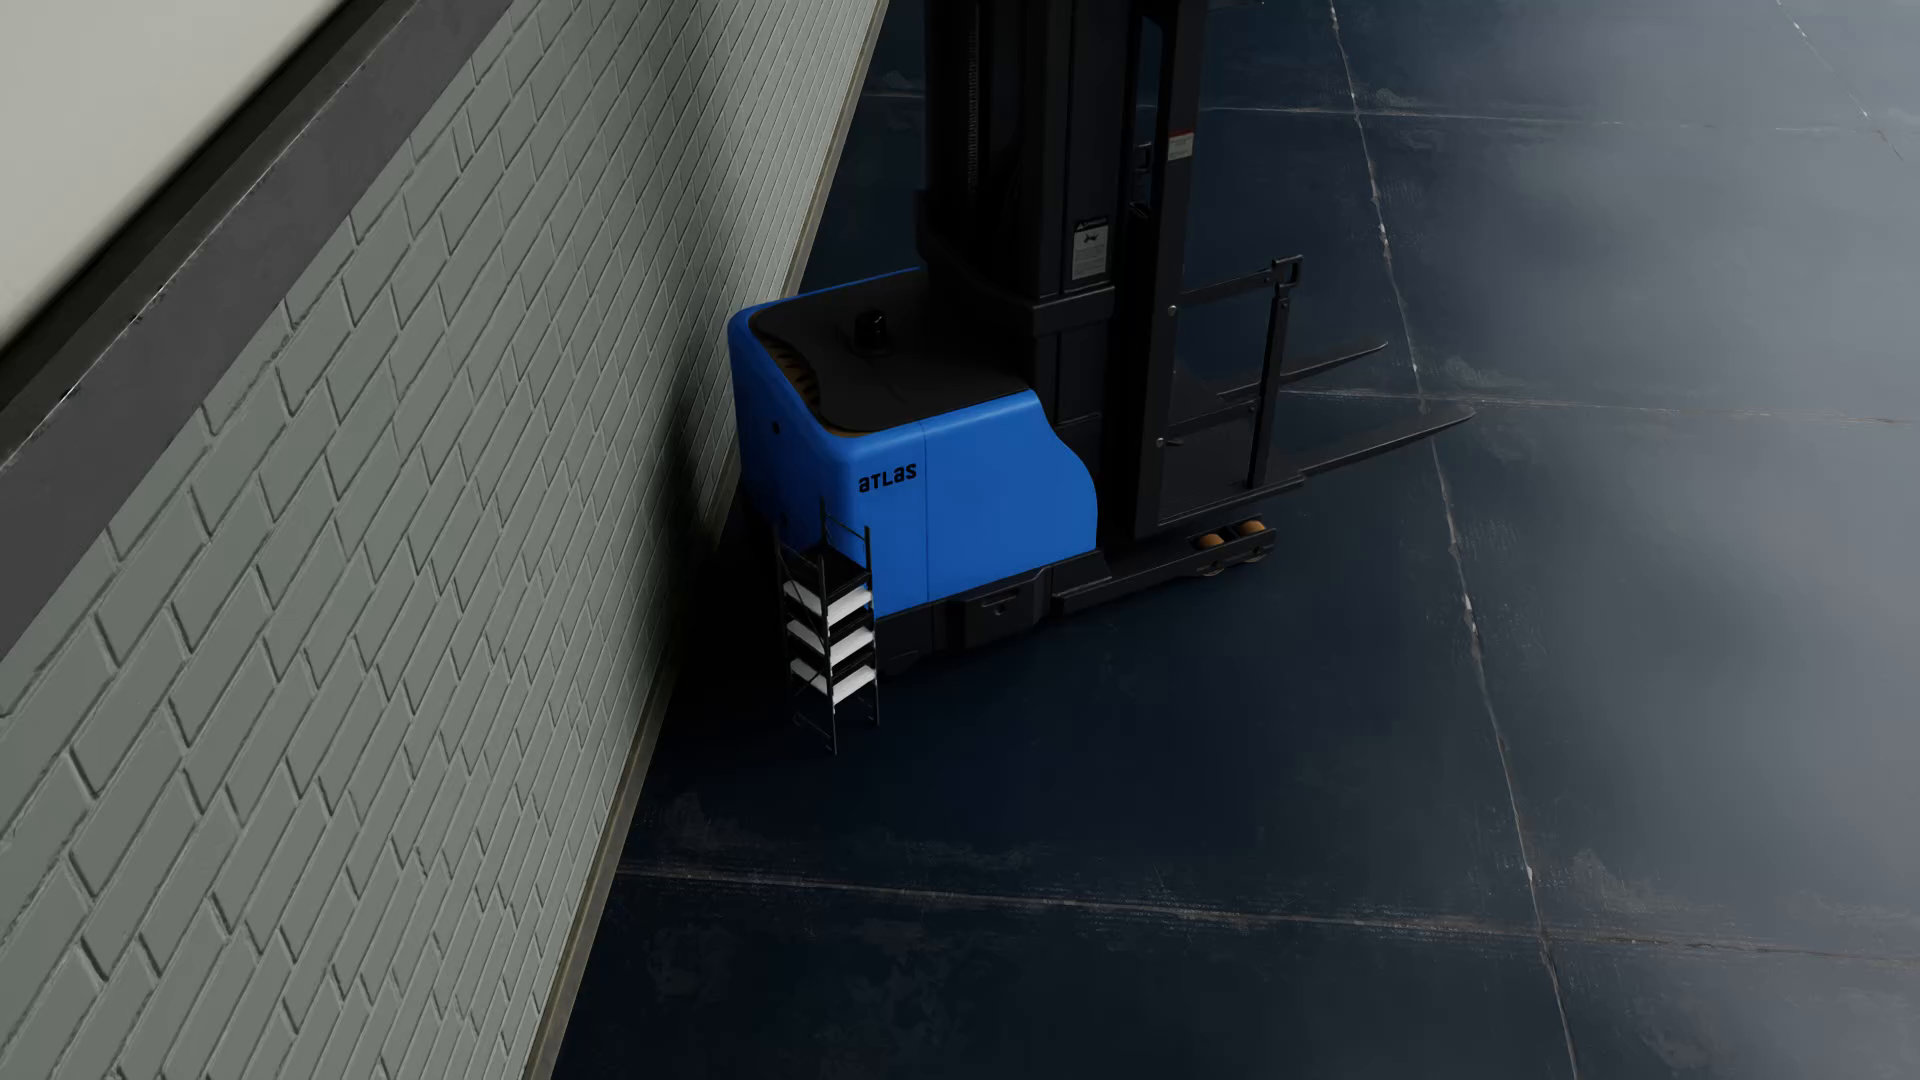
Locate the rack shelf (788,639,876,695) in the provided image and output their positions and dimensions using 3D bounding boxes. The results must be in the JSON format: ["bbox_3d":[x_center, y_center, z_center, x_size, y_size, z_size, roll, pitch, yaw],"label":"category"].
[{"bbox_3d":[-0.449,0.399,5.742,0.258,0.077,0.200,32,49,33],"label":"rack shelf"}]

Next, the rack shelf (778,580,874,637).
[{"bbox_3d":[-0.449,0.190,5.571,0.258,0.077,0.200,32,49,33],"label":"rack shelf"}]

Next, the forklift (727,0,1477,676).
[{"bbox_3d":[0.690,-1.276,5.996,3.031,2.935,1.130,-17,42,-20],"label":"forklift"}]

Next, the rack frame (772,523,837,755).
[{"bbox_3d":[-0.521,0.349,5.608,0.240,0.900,0.006,32,49,33],"label":"rack frame"}]

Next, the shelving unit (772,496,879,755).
[{"bbox_3d":[-0.449,0.304,5.664,0.258,0.900,0.210,32,49,33],"label":"shelving unit"}]

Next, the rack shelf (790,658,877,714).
[{"bbox_3d":[-0.449,0.469,5.799,0.258,0.077,0.200,32,49,33],"label":"rack shelf"}]

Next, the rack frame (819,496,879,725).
[{"bbox_3d":[-0.378,0.258,5.720,0.240,0.900,0.006,32,49,33],"label":"rack frame"}]

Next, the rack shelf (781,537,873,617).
[{"bbox_3d":[-0.449,0.120,5.514,0.258,0.077,0.200,32,49,33],"label":"rack shelf"}]

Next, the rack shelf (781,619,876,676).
[{"bbox_3d":[-0.449,0.329,5.685,0.258,0.077,0.200,32,49,33],"label":"rack shelf"}]

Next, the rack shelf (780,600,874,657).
[{"bbox_3d":[-0.449,0.260,5.628,0.258,0.077,0.200,32,49,33],"label":"rack shelf"}]
